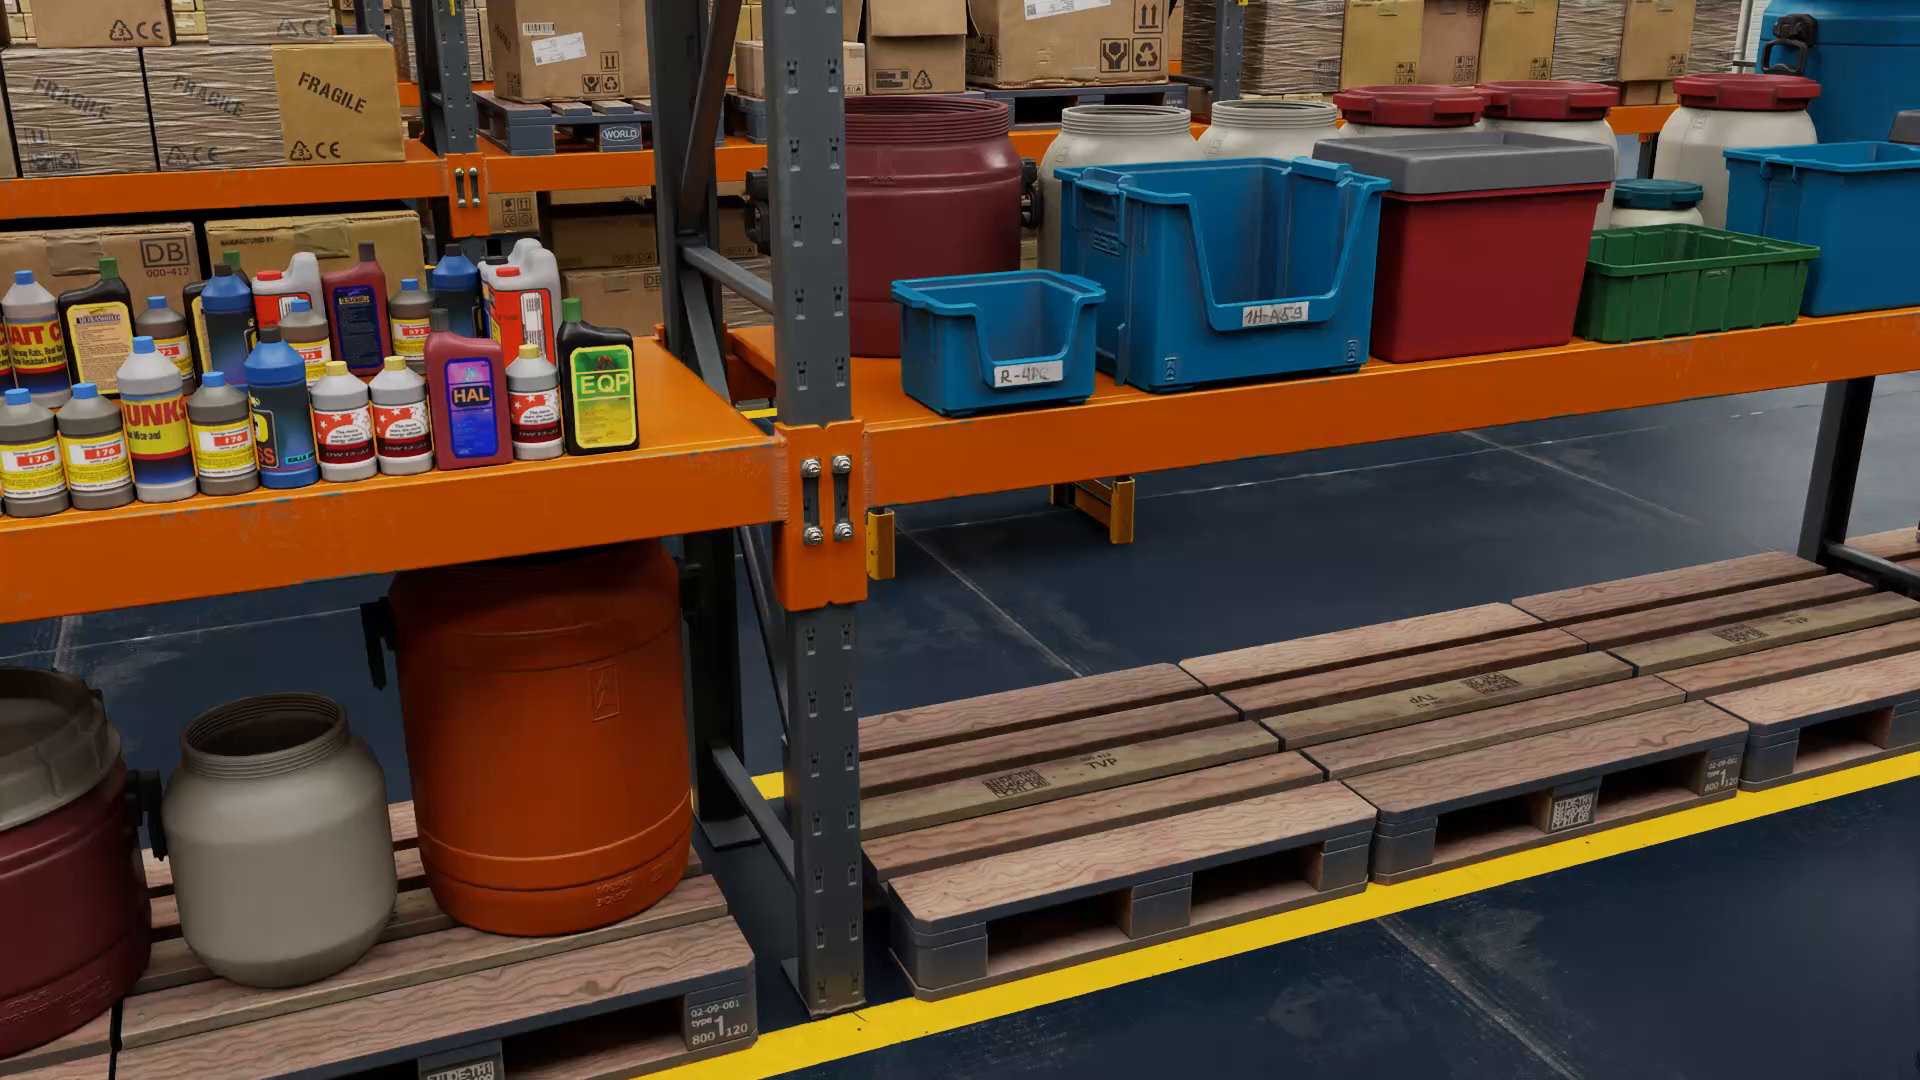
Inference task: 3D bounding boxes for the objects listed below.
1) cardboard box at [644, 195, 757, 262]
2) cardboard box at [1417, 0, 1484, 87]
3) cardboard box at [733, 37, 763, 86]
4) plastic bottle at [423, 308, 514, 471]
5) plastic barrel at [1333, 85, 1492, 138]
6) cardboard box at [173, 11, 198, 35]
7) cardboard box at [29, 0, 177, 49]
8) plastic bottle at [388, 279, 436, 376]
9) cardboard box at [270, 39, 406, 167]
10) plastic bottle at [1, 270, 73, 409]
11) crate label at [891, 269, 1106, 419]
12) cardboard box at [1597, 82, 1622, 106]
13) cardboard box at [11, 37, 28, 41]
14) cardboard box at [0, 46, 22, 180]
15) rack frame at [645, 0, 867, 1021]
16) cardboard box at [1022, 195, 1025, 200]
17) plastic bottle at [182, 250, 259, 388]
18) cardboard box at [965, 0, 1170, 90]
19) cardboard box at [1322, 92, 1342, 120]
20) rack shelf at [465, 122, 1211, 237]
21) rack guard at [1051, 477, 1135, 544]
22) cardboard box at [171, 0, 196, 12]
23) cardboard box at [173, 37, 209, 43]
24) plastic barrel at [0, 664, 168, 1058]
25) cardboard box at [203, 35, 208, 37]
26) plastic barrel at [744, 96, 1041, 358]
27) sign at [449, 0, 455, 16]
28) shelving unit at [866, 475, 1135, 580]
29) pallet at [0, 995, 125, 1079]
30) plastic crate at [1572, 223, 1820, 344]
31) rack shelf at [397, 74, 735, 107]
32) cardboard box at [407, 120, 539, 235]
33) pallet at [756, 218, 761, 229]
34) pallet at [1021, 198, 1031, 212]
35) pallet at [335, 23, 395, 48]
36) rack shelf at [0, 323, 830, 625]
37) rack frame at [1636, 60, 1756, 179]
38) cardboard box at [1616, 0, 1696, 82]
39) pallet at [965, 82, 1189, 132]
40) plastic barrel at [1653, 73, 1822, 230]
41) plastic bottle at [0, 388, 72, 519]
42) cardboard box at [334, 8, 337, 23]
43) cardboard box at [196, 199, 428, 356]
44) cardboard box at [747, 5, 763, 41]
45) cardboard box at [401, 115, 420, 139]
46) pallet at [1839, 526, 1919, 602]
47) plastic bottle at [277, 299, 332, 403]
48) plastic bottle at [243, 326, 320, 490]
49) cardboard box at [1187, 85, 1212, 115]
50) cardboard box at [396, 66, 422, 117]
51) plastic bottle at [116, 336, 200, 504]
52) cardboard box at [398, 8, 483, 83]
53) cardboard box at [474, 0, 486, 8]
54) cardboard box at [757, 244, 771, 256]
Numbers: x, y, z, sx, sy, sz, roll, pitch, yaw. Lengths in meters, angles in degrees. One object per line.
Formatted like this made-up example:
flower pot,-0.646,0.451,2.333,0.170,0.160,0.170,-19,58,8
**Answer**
cardboard box,-1.335,-1.602,8.528,0.500,0.250,0.500,-6,20,-16
cardboard box,2.581,-2.956,9.801,0.500,0.500,0.875,-8,21,-22
cardboard box,-0.997,-2.486,8.637,0.258,0.266,0.396,-9,21,-23
plastic bottle,-0.874,-0.271,2.950,0.133,0.283,0.061,-8,21,-22
plastic barrel,1.177,-0.917,4.407,0.433,0.535,0.433,0,19,0
cardboard box,-5.282,-3.488,11.210,0.250,0.149,0.380,-8,21,-22
cardboard box,-3.699,-2.394,7.144,0.637,0.503,0.797,-8,21,-21
plastic bottle,-1.192,-0.468,3.633,0.097,0.201,0.097,0,19,0
cardboard box,-2.777,-1.957,7.412,0.500,0.500,0.500,-7,21,-20
plastic bottle,-1.862,-0.405,3.349,0.097,0.271,0.097,0,19,0
crate label,0.076,-0.402,3.398,0.416,0.233,0.303,-8,21,-22
cardboard box,3.824,-2.754,10.205,0.250,0.149,0.380,-8,21,-22
cardboard box,-6.226,-3.214,10.880,0.250,0.149,0.380,-9,21,-23
cardboard box,-4.180,-1.757,6.845,0.500,0.500,0.500,-8,21,-21
rack frame,-0.460,-0.540,3.538,0.127,3.000,1.000,-8,21,-22
cardboard box,-0.015,-3.359,14.113,0.875,0.875,0.875,-8,21,-21
plastic bottle,-1.551,-0.462,3.492,0.133,0.283,0.061,-8,21,-22
cardboard box,0.466,-2.995,8.977,1.000,1.000,1.000,-8,21,-22
cardboard box,2.021,-2.464,9.383,0.250,0.149,0.380,-8,21,-22
rack shelf,-0.585,-1.974,8.694,4.000,0.370,1.077,-8,21,-22
rack guard,0.527,-0.193,6.695,0.087,0.250,0.587,-8,21,-22
cardboard box,-5.278,-3.629,11.161,0.250,0.149,0.380,-7,21,-20
cardboard box,-3.448,-2.048,7.670,0.500,0.500,0.500,-9,21,-23
plastic barrel,-1.939,0.618,3.249,0.708,0.588,0.600,-8,21,-22
cardboard box,-5.029,-3.384,11.363,0.250,0.149,0.380,-8,21,-21
plastic barrel,-0.154,-0.757,3.951,0.708,0.536,0.600,-8,21,-22
sign,-2.199,-2.427,7.156,0.005,0.325,0.100,-8,21,-22
shelving unit,0.070,-0.717,6.301,1.083,1.500,0.587,-8,21,-22
pallet,-2.286,1.051,3.218,1.213,0.211,1.003,-8,21,-22
plastic crate,1.726,-0.651,4.172,0.662,0.188,0.450,-8,21,-22
rack shelf,-2.457,-3.500,13.028,4.000,0.370,1.077,-8,21,-22
cardboard box,-3.699,-2.765,12.615,0.750,0.750,1.050,-8,21,-23
pallet,-1.299,-2.662,13.765,1.213,0.211,1.003,-8,21,-22
pallet,0.109,-2.863,14.335,1.213,0.211,1.003,-8,21,-22
pallet,-5.735,-5.108,16.801,1.003,0.211,1.213,-8,21,-22
rack shelf,-2.296,0.063,2.910,4.000,0.370,1.077,-8,21,-22
rack frame,4.924,-3.102,10.817,0.127,3.000,1.000,-8,21,-22
cardboard box,3.997,-3.124,10.278,0.500,0.500,0.875,-8,21,-22
pallet,0.492,-2.430,9.194,1.213,0.211,1.003,-8,21,-22
plastic barrel,2.248,-1.071,4.842,0.433,0.535,0.433,0,19,0
plastic bottle,-1.524,-0.146,2.719,0.097,0.201,0.097,0,19,0
cardboard box,-6.139,-5.266,16.709,0.250,0.149,0.380,-7,21,-20
cardboard box,-3.064,-1.161,7.871,0.875,0.875,1.225,-9,21,-24
cardboard box,-1.458,-3.933,13.024,0.500,0.500,0.500,-8,21,-23
cardboard box,-5.824,-4.102,16.980,0.625,0.372,0.950,-10,22,-26
pallet,3.846,0.174,5.710,1.213,0.211,1.003,-8,21,-22
plastic bottle,-1.343,-0.391,3.415,0.097,0.201,0.097,0,19,0
plastic bottle,-1.166,-0.230,2.852,0.097,0.271,0.097,0,19,0
cardboard box,1.332,-2.576,9.699,0.250,0.149,0.380,-8,21,-22
cardboard box,-7.142,-5.829,21.505,0.625,0.625,0.875,-7,21,-20
plastic bottle,-1.345,-0.204,2.780,0.097,0.271,0.097,0,19,0
cardboard box,-3.774,-3.600,12.078,0.500,0.500,0.500,-8,21,-21
cardboard box,-3.413,-4.218,12.328,0.500,0.500,0.700,-8,21,-23
cardboard box,-0.792,-1.326,8.873,0.500,0.500,0.700,-6,20,-17
